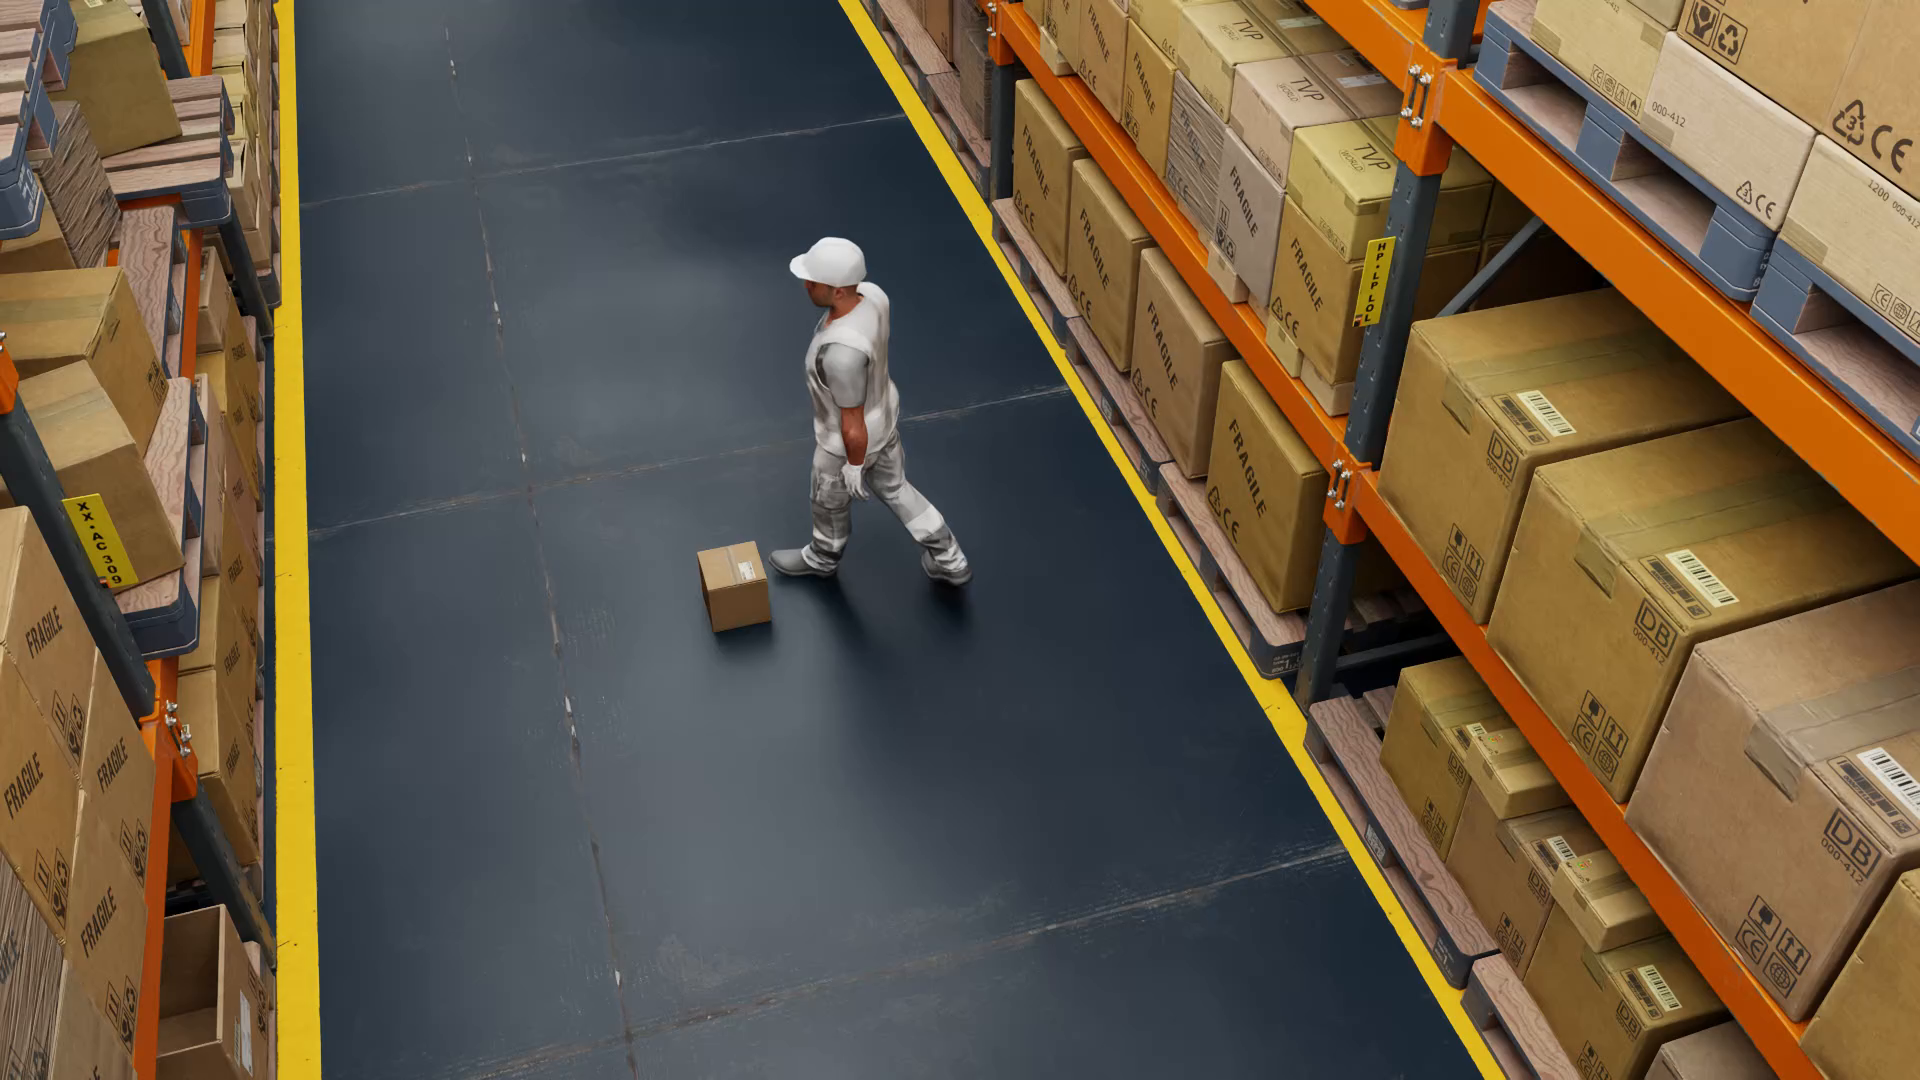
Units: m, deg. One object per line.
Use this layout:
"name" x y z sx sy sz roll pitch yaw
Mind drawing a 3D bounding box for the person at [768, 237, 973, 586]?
"person" -0.387 -0.469 6.673 0.921 1.773 0.639 10 43 11
